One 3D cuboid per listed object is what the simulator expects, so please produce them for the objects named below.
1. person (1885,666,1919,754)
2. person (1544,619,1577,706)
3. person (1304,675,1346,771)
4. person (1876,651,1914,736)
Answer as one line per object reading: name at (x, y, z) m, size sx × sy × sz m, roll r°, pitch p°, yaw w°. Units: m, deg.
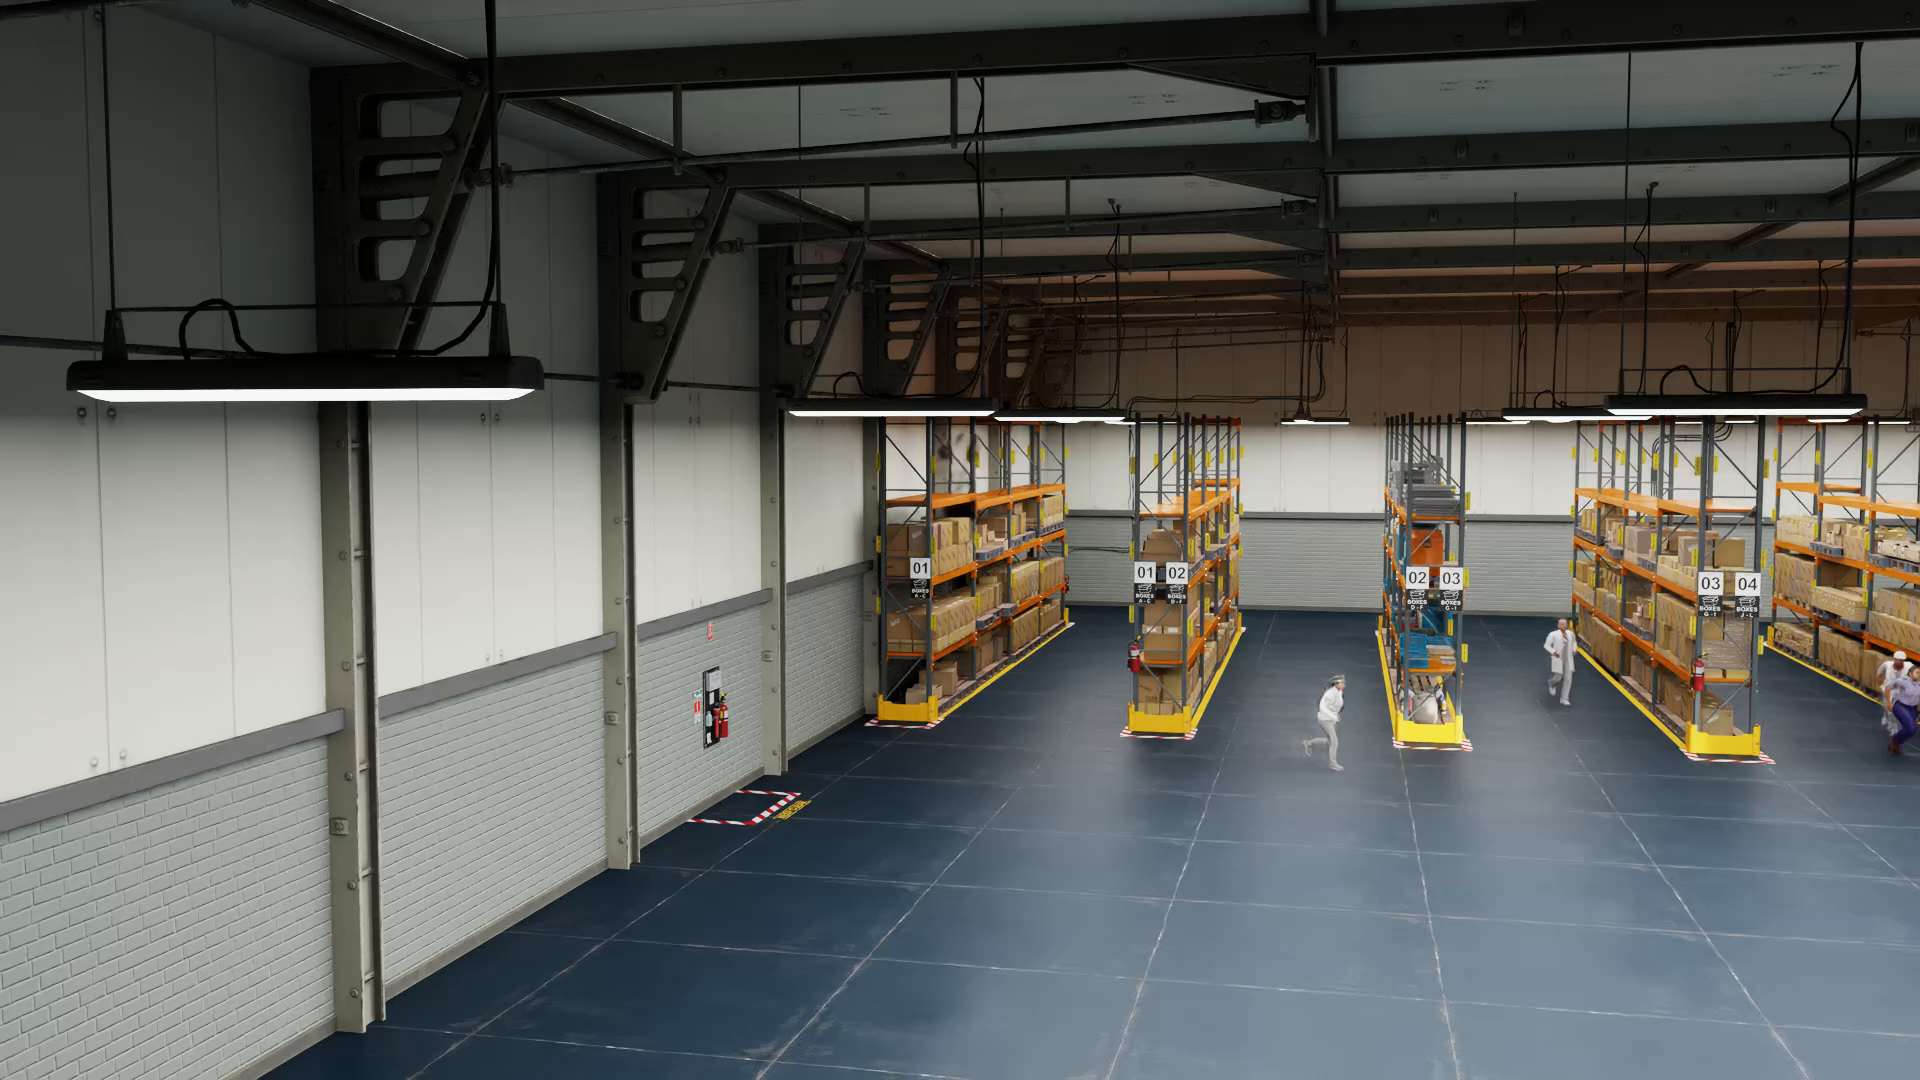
person at (16.455, 2.967, 28.875) m, size 0.564 × 1.559 × 0.697 m, roll -2°, pitch 4°, yaw -22°
person at (12.504, 2.514, 34.549) m, size 0.712 × 1.764 × 0.918 m, roll 0°, pitch 4°, yaw 1°
person at (6.111, 3.040, 27.923) m, size 0.777 × 1.631 × 0.592 m, roll 4°, pitch 5°, yaw 42°
person at (17.434, 2.830, 30.991) m, size 0.699 × 1.621 × 0.982 m, roll 1°, pitch 4°, yaw 18°
